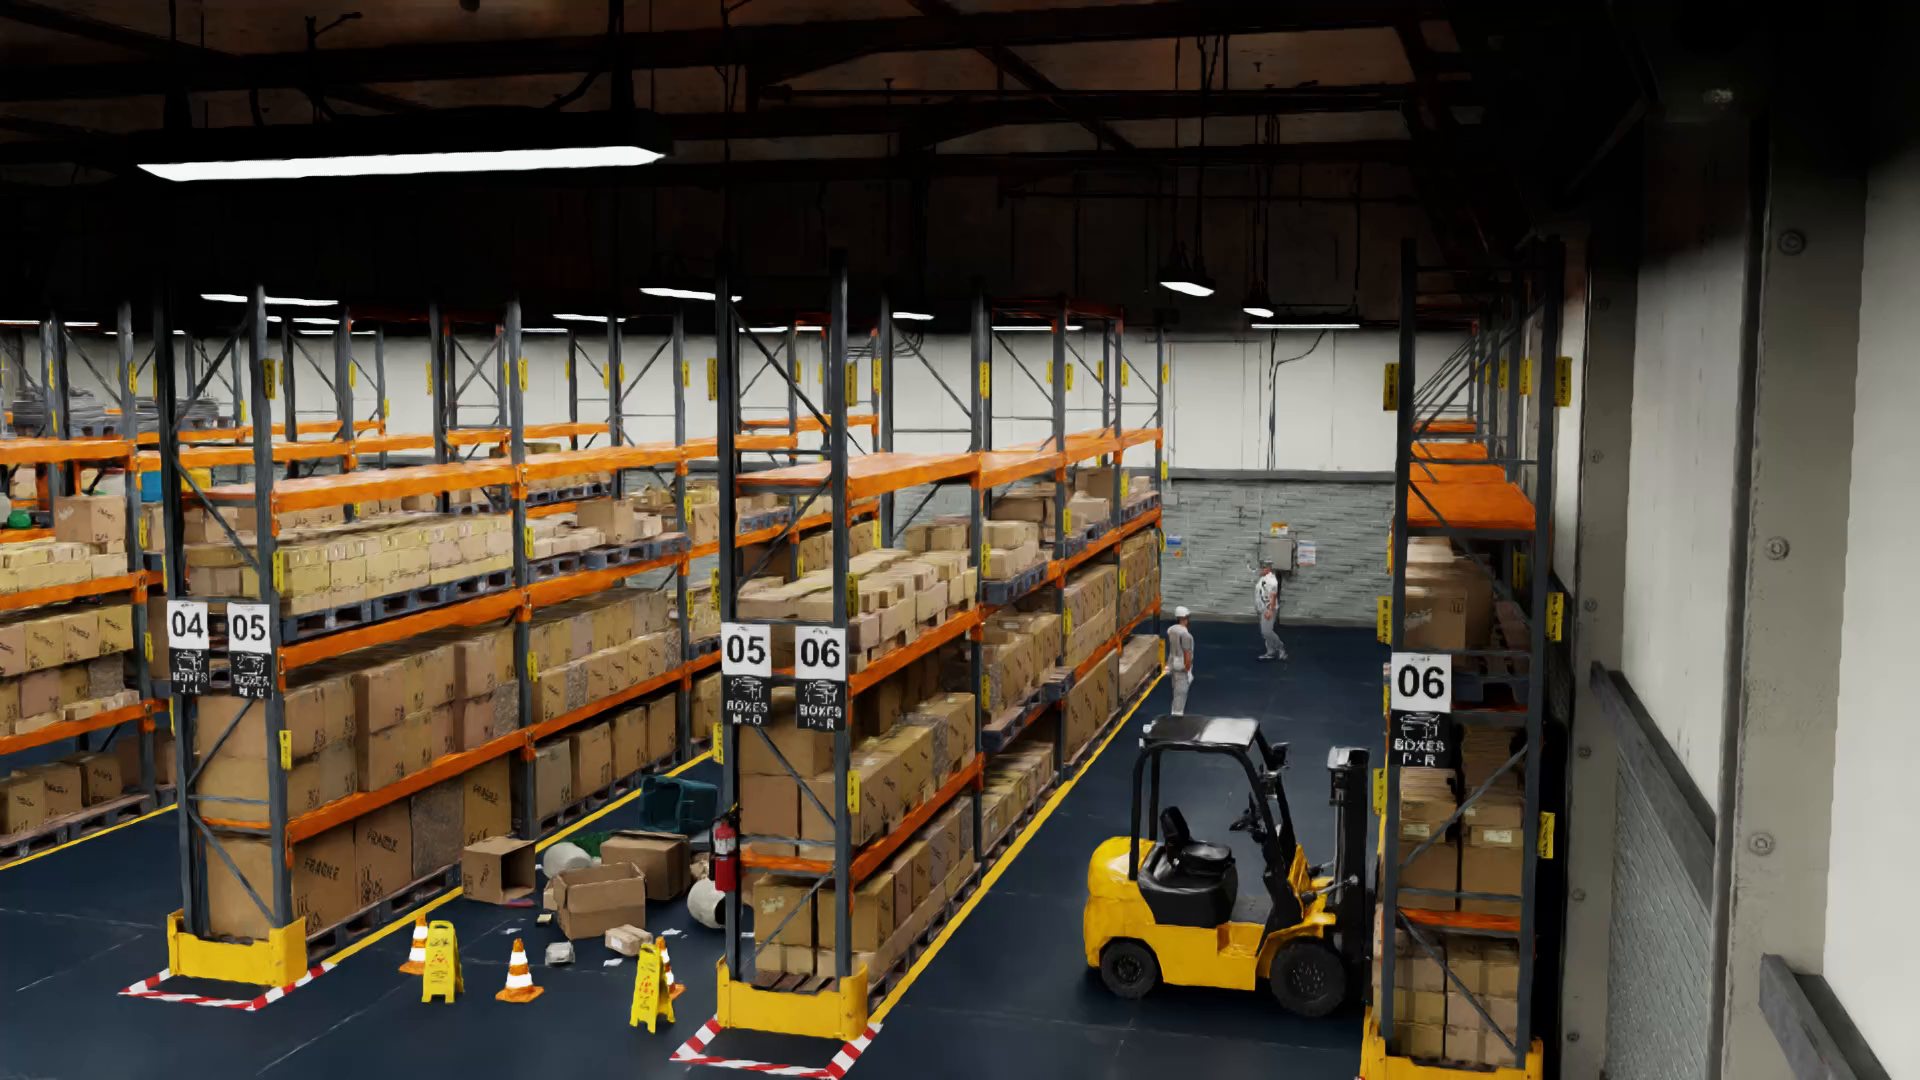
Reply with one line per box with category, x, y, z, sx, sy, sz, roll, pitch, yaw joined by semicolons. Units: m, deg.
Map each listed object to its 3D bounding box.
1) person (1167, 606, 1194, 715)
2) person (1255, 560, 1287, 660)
person;3.127;1.807;23.198;0.442;1.792;0.606;-2;6;-15
person;5.424;1.222;29.026;0.510;1.736;0.707;-1;6;-12
